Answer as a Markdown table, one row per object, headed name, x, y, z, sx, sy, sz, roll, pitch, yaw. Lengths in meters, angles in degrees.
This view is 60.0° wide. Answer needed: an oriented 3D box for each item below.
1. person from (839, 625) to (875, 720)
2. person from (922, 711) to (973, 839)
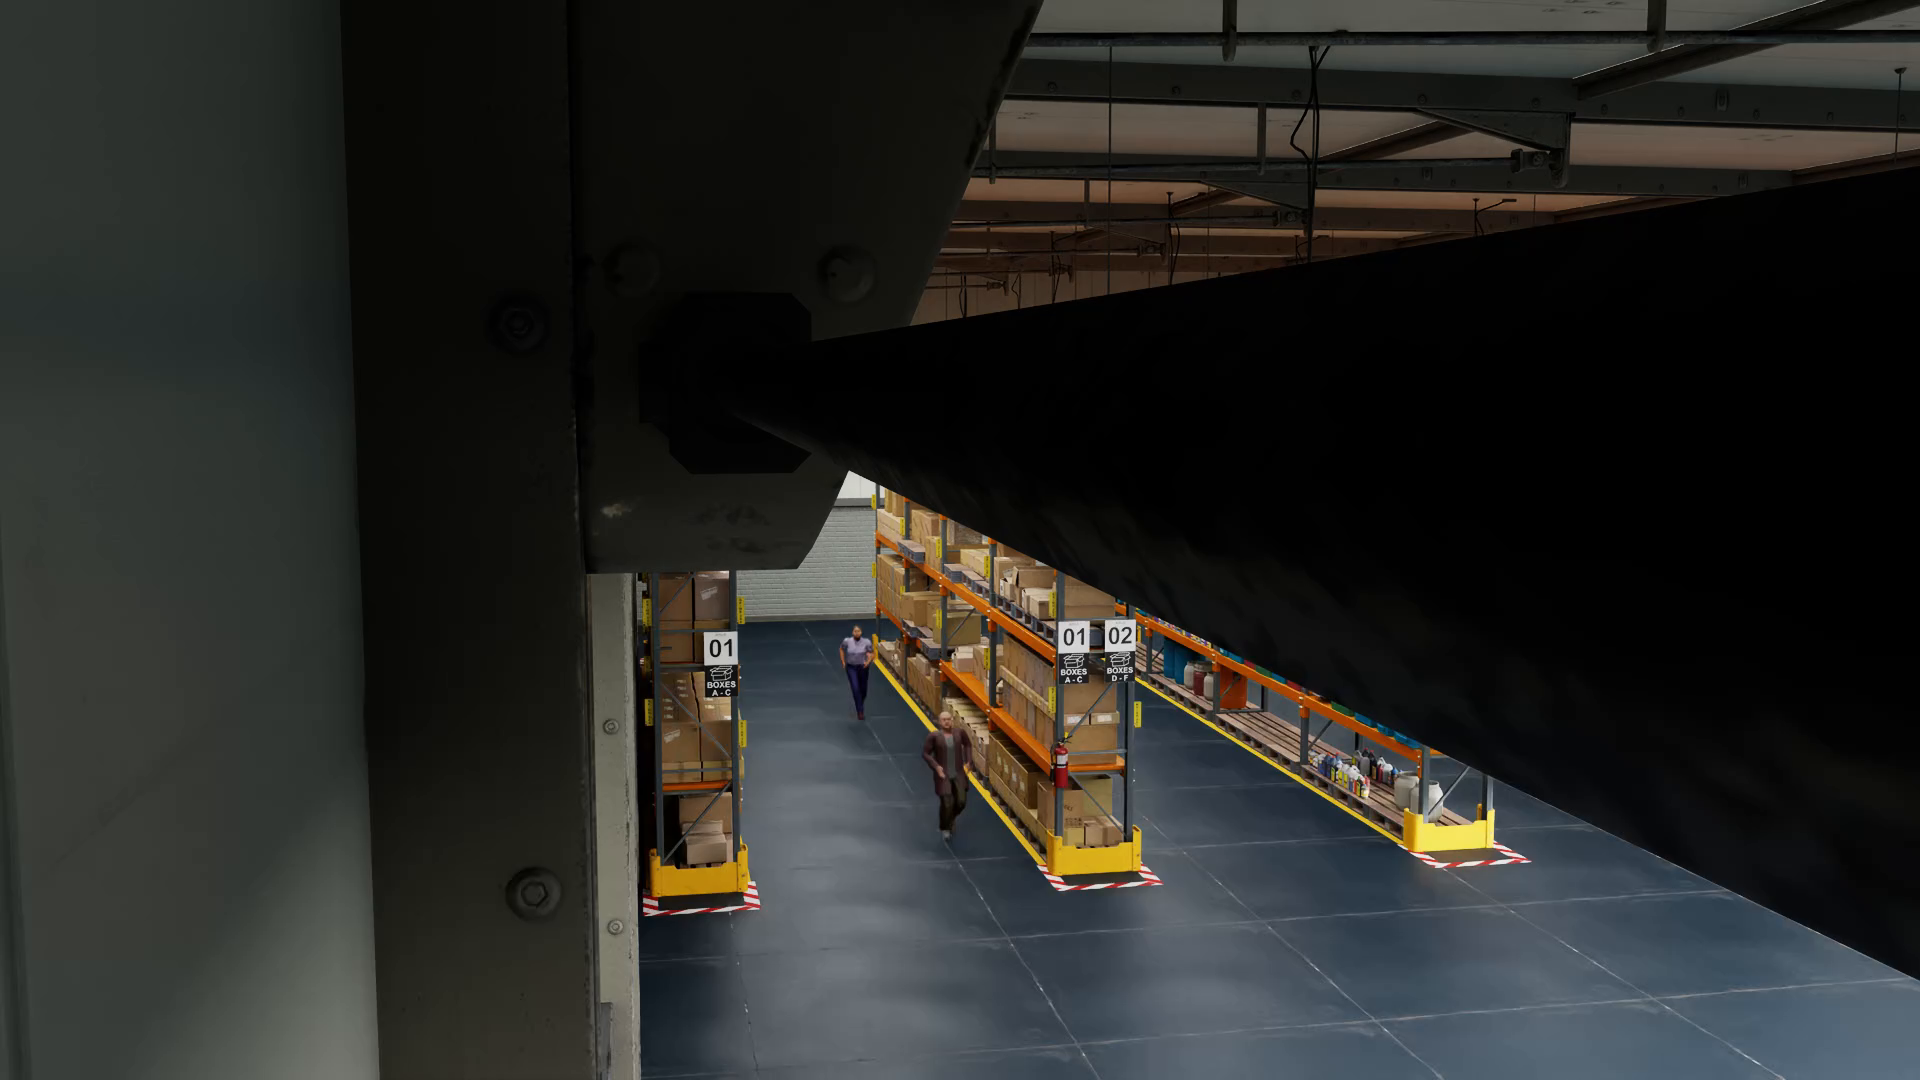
| name | x | y | z | sx | sy | sz | roll | pitch | yaw |
| --- | --- | --- | --- | --- | --- | --- | --- | --- | --- |
| person | -1.791 | 2.296 | 29.117 | 0.630 | 1.645 | 0.845 | -1 | 6 | -8 |
| person | -0.140 | 3.174 | 22.374 | 0.721 | 1.738 | 0.561 | -1 | 6 | -14 |
